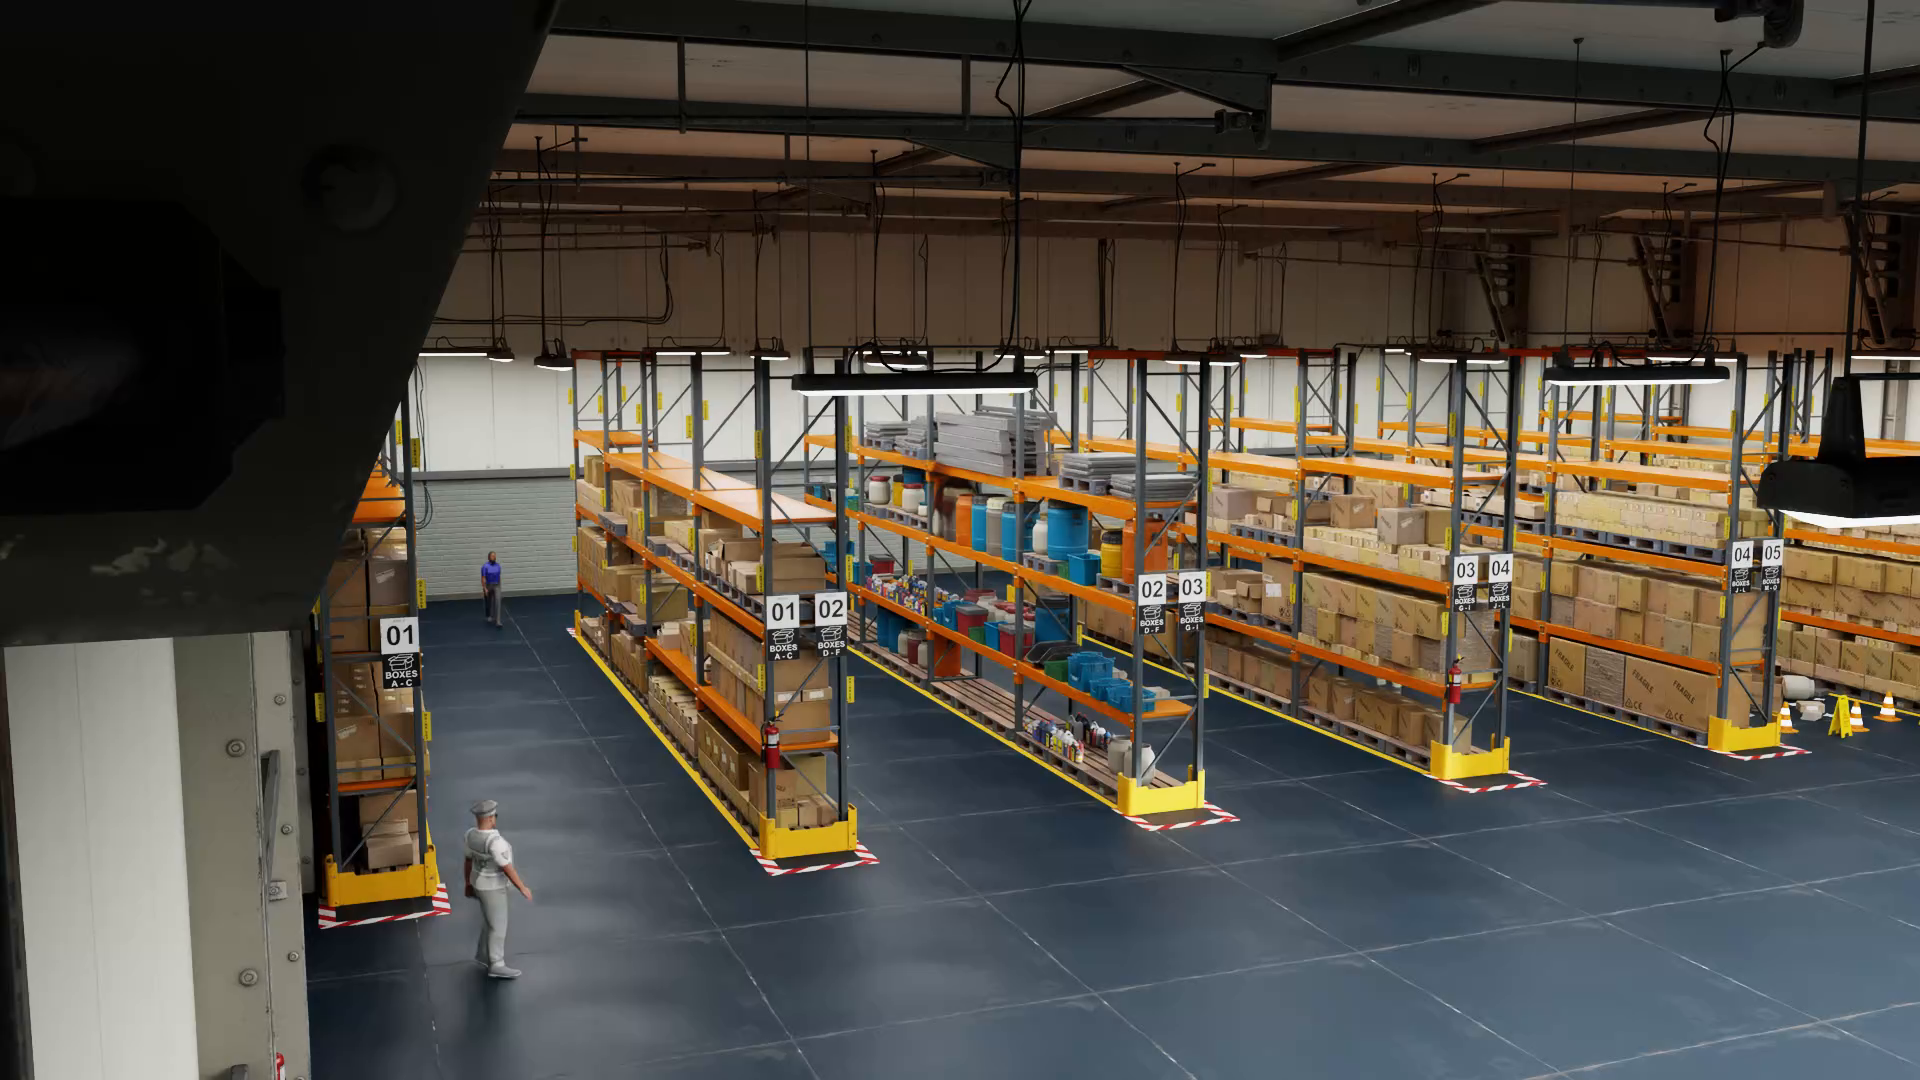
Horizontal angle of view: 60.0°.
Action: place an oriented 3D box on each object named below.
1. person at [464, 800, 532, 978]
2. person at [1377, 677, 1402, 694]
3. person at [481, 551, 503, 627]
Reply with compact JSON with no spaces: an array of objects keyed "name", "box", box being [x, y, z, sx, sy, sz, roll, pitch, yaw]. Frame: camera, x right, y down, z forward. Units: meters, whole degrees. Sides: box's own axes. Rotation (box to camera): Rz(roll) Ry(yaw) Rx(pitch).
[{"name":"person","box":[-4.571,3.444,16.436,0.571,1.784,0.605,-4,8,-28]},{"name":"person","box":[7.380,1.882,28.628,0.594,1.796,0.408,6,9,41]},{"name":"person","box":[-10.137,1.050,35.983,0.424,1.610,0.996,-2,8,-19]}]
